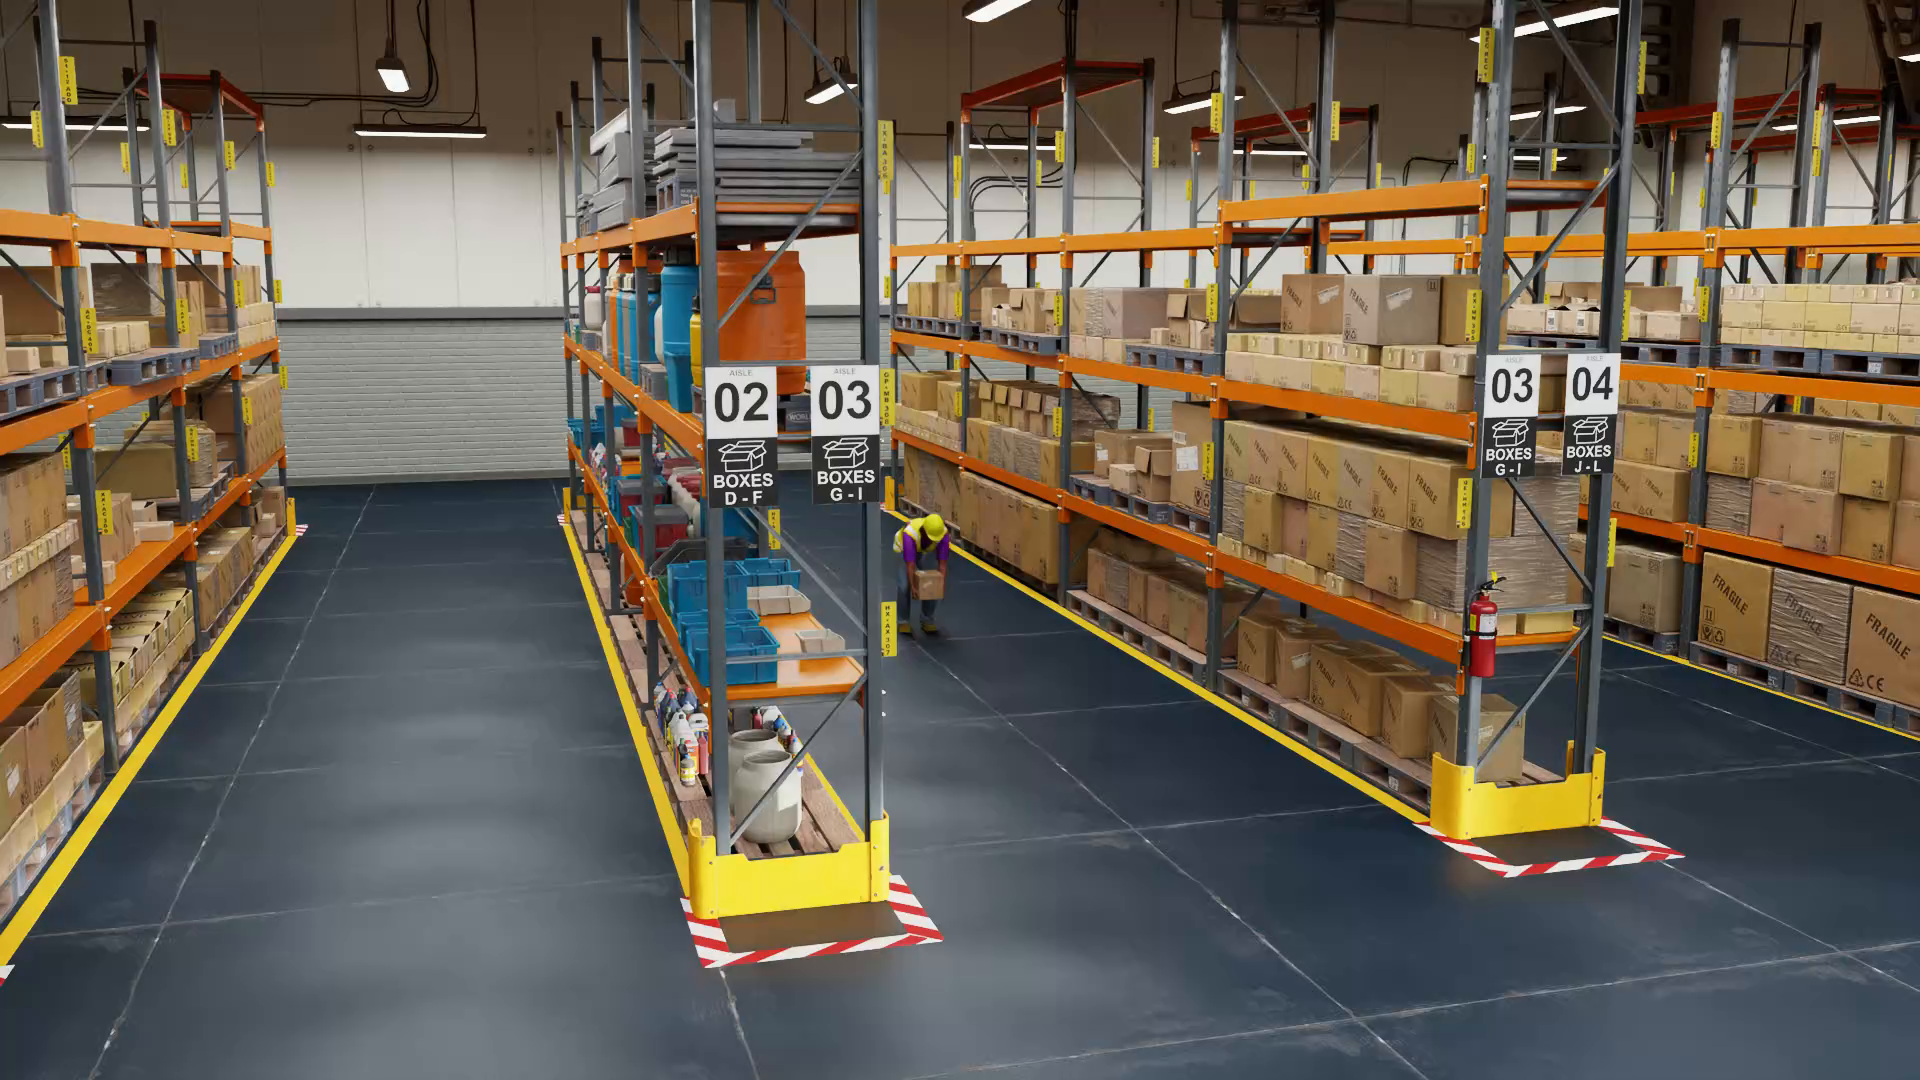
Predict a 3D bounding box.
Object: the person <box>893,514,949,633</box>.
[{"bbox_3d":[-0.374,0.333,17.156,0.493,1.311,0.923,-3,10,-18],"label":"person"}]
